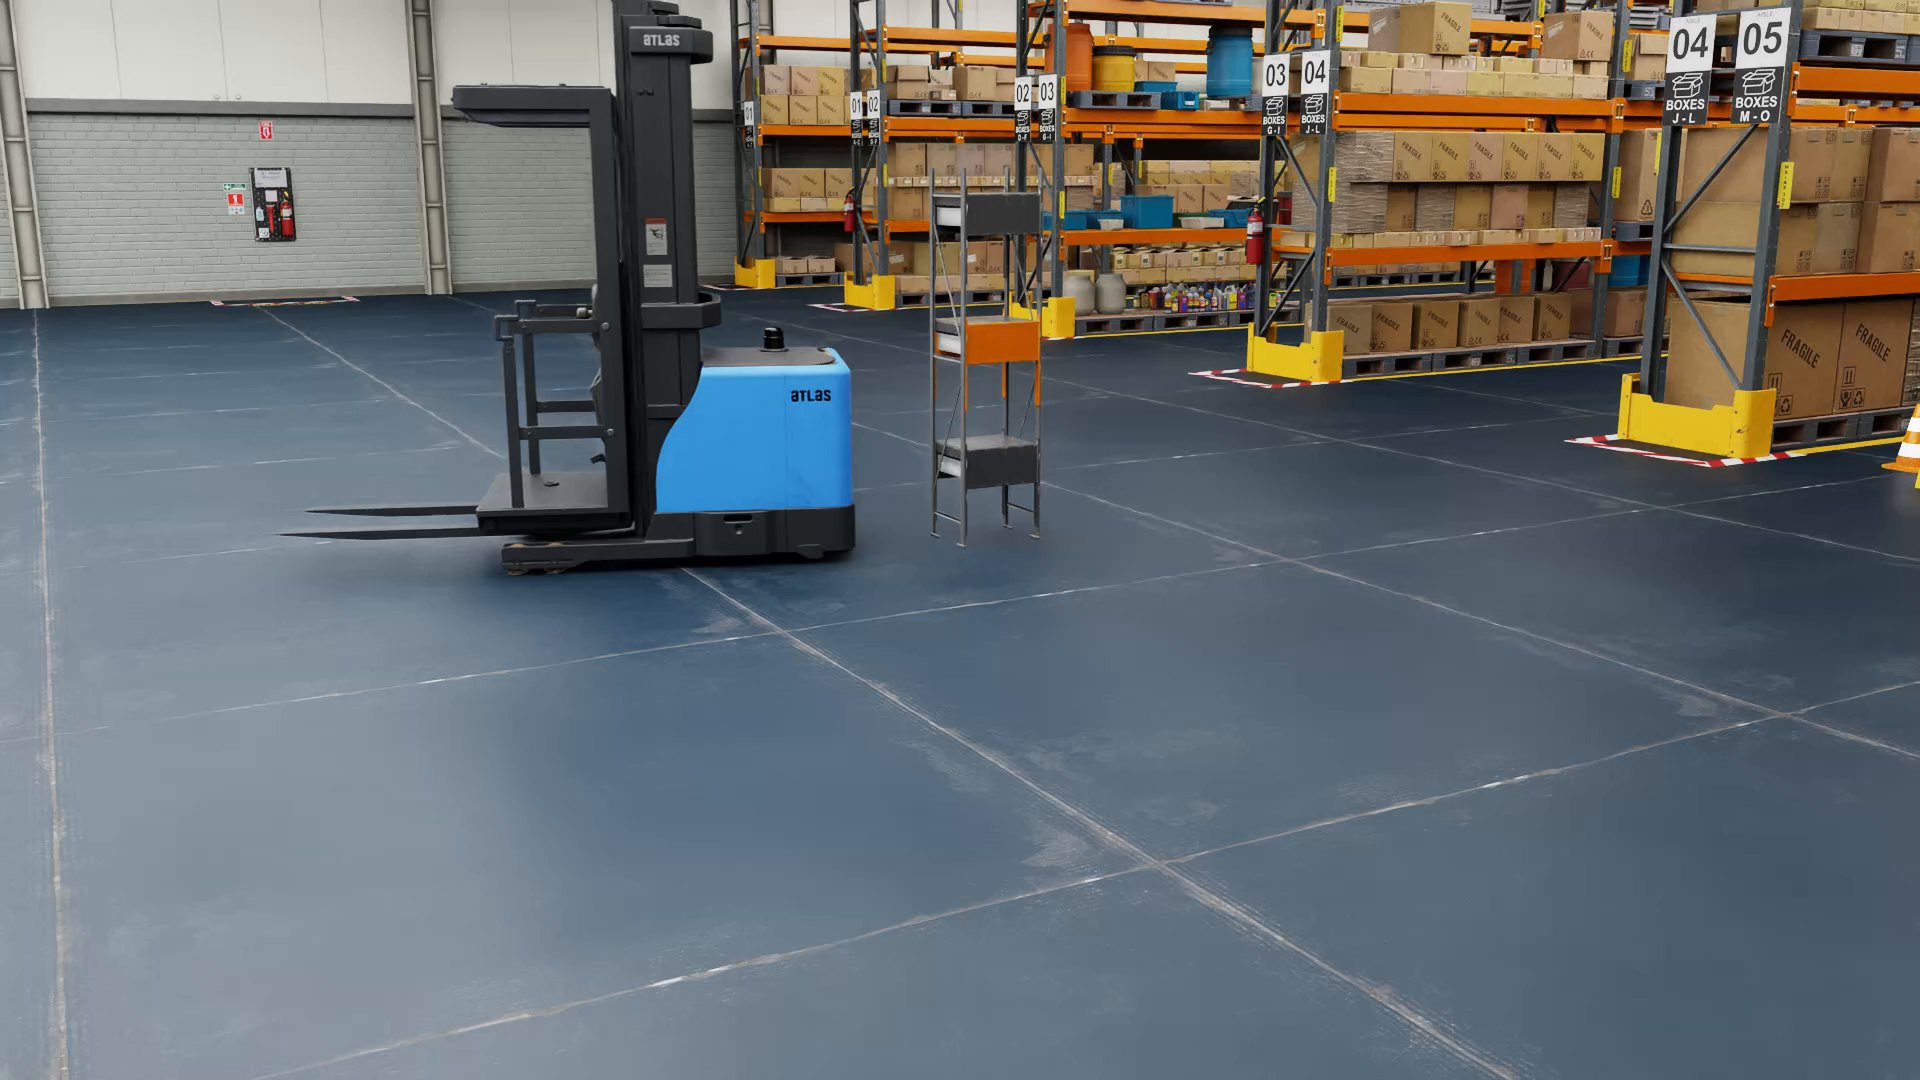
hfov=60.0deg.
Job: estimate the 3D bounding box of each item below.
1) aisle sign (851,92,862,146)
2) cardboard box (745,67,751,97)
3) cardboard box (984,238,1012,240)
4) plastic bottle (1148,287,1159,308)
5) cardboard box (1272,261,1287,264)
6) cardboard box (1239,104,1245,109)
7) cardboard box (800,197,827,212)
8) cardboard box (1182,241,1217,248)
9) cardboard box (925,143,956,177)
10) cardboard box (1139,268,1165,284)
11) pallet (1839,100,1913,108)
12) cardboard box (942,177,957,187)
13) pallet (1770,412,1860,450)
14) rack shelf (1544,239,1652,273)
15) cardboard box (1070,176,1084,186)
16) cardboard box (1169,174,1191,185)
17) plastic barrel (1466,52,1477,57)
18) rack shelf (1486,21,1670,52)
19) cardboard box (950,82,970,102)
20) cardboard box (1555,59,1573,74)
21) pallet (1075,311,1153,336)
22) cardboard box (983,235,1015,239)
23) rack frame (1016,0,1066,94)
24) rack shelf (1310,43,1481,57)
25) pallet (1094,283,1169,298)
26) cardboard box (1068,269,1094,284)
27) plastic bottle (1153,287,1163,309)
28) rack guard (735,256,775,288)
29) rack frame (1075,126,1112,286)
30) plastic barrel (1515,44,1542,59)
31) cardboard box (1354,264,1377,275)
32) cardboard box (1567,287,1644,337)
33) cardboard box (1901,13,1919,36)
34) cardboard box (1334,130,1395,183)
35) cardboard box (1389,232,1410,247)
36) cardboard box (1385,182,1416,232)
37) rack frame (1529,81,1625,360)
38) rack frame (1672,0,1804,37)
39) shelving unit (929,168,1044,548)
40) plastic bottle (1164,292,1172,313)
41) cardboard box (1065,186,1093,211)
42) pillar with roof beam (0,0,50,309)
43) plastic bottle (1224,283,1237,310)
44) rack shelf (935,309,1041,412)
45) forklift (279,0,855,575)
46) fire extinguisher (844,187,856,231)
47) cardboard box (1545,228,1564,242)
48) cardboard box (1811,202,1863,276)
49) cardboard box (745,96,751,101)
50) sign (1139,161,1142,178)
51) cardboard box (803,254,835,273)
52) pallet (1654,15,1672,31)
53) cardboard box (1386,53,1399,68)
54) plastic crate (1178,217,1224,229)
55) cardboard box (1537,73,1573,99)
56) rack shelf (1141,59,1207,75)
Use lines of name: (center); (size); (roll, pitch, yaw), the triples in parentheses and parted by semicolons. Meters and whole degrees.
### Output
aisle sign: (-1.570, -6.384, 25.223); (0.004, 0.787, 0.394); (-7, 14, -28)
cardboard box: (-3.496, -8.126, 29.501); (0.500, 0.500, 0.500); (-6, 14, -25)
cardboard box: (0.704, -4.622, 26.915); (0.500, 0.500, 0.500); (-7, 14, -28)
plastic bottle: (2.634, -3.296, 22.624); (0.135, 0.276, 0.152); (-7, 14, -27)
cardboard box: (5.308, -4.942, 28.766); (0.500, 0.311, 0.500); (-6, 14, -26)
cardboard box: (4.827, -7.386, 28.148); (0.500, 0.250, 0.500); (-6, 14, -26)
cardboard box: (-2.719, -6.004, 29.754); (0.500, 0.250, 0.500); (-7, 15, -30)
cardboard box: (4.753, -6.161, 34.093); (0.750, 0.750, 0.750); (-7, 14, -28)
cardboard box: (-0.451, -5.856, 25.617); (0.500, 0.500, 0.700); (-7, 15, -29)
cardboard box: (3.061, -4.398, 27.628); (0.500, 0.250, 0.500); (-6, 14, -26)
pallet: (10.933, -5.447, 20.581); (1.003, 0.211, 1.213); (-6, 14, -25)
cardboard box: (-0.252, -5.511, 25.562); (0.250, 0.149, 0.380); (-7, 14, -29)
pallet: (6.323, -0.929, 13.256); (1.213, 0.211, 1.003); (-7, 14, -28)
rack shelf: (8.638, -3.437, 19.687); (4.000, 0.370, 1.077); (-7, 14, -28)
cardboard box: (1.785, -5.757, 26.651); (0.250, 0.149, 0.380); (-7, 15, -29)
cardboard box: (4.286, -7.121, 33.467); (0.500, 0.500, 0.500); (-6, 14, -26)
plastic barrel: (7.195, -6.616, 24.202); (0.600, 0.901, 0.600); (0, 13, 0)
rack shelf: (9.775, -7.544, 25.183); (4.000, 0.370, 1.077); (-7, 14, -28)
cardboard box: (0.000, -6.990, 25.931); (0.500, 0.311, 0.500); (-5, 14, -21)
cardboard box: (6.278, -5.019, 17.679); (0.250, 0.149, 0.380); (-8, 15, -31)
pallet: (1.758, -2.852, 21.802); (1.213, 0.211, 1.003); (-7, 14, -28)
cardboard box: (0.785, -5.930, 32.109); (0.500, 0.250, 0.500); (-7, 15, -29)
rack frame: (0.998, -7.038, 20.386); (0.127, 3.000, 1.000); (-7, 14, -28)
rack shelf: (7.405, -8.499, 29.427); (4.000, 0.370, 1.077); (-7, 14, -28)
pallet: (2.767, -4.211, 27.842); (1.213, 0.211, 1.003); (-7, 14, -28)
cardboard box: (1.837, -4.259, 27.010); (0.500, 0.250, 0.500); (-7, 14, -28)
plastic bottle: (2.686, -3.279, 22.532); (0.133, 0.283, 0.061); (-7, 14, -28)
rack guard: (-3.682, -4.809, 29.838); (0.348, 0.500, 1.175); (-7, 14, -28)
rack frame: (2.139, -5.487, 27.158); (0.127, 3.000, 1.000); (-7, 14, -28)
plastic barrel: (8.520, -6.890, 24.624); (0.708, 0.830, 0.600); (-7, 14, -28)
cardboard box: (7.086, -5.004, 29.701); (0.500, 0.500, 0.500); (-7, 14, -29)
cardboard box: (7.431, -2.633, 19.168); (0.500, 0.500, 0.700); (-8, 15, -32)
cardboard box: (7.000, -3.865, 12.508); (0.250, 0.149, 0.380); (-7, 14, -28)
cardboard box: (3.985, -3.844, 16.674); (0.500, 0.500, 0.500); (-7, 14, -28)
cardboard box: (4.400, -3.094, 17.099); (0.250, 0.149, 0.380); (-7, 14, -28)
cardboard box: (4.249, -3.479, 17.330); (0.500, 0.500, 0.875); (-7, 14, -28)
rack frame: (6.882, -3.577, 18.673); (0.127, 3.000, 1.000); (-7, 14, -28)
rack frame: (5.659, -5.117, 11.850); (0.127, 3.000, 1.000); (-7, 14, -28)
shelving unit: (0.145, -1.042, 9.456); (0.503, 2.100, 0.431); (-7, 14, -28)
plastic bottle: (2.739, -3.125, 21.876); (0.097, 0.271, 0.097); (0, 13, 0)
cardboard box: (1.752, -5.488, 26.934); (0.500, 0.500, 0.700); (-7, 15, -29)
pillar with roof beam: (-12.019, -7.095, 20.641); (0.400, 9.000, 9.100); (-7, 14, -28)
plastic bottle: (3.630, -3.277, 22.368); (0.185, 0.351, 0.144); (-7, 14, -28)
rack shelf: (0.145, -1.028, 9.459); (0.480, 0.518, 0.431); (-7, 14, -28)
forklift: (-2.137, -1.368, 9.011); (3.031, 2.935, 1.130); (-2, 13, -9)
fire extinguisher: (-1.698, -5.105, 25.639); (0.183, 0.674, 0.296); (-7, 14, -28)
cardboard box: (6.362, -3.336, 18.174); (0.250, 0.149, 0.380); (-7, 14, -28)
cardboard box: (6.435, -2.373, 12.980); (0.550, 0.550, 0.875); (-7, 14, -28)
cardboard box: (-3.504, -7.635, 29.597); (0.500, 0.500, 0.500); (-6, 14, -24)
sign: (3.541, -7.285, 32.689); (0.005, 0.325, 0.100); (-7, 14, -28)
cardboard box: (-2.598, -5.039, 30.288); (0.500, 0.311, 0.500); (-6, 14, -23)
pallet: (10.819, -7.920, 25.647); (1.213, 0.211, 1.003); (-7, 14, -28)
cardboard box: (4.160, -4.785, 16.639); (0.250, 0.149, 0.380); (-7, 15, -29)
plastic crate: (3.205, -4.184, 21.967); (0.437, 0.136, 0.530); (-7, 14, -28)
cardboard box: (6.144, -4.816, 17.688); (0.500, 0.250, 0.500); (-6, 14, -26)
rack shelf: (5.028, -9.453, 33.667); (4.000, 0.370, 1.077); (-7, 14, -28)
